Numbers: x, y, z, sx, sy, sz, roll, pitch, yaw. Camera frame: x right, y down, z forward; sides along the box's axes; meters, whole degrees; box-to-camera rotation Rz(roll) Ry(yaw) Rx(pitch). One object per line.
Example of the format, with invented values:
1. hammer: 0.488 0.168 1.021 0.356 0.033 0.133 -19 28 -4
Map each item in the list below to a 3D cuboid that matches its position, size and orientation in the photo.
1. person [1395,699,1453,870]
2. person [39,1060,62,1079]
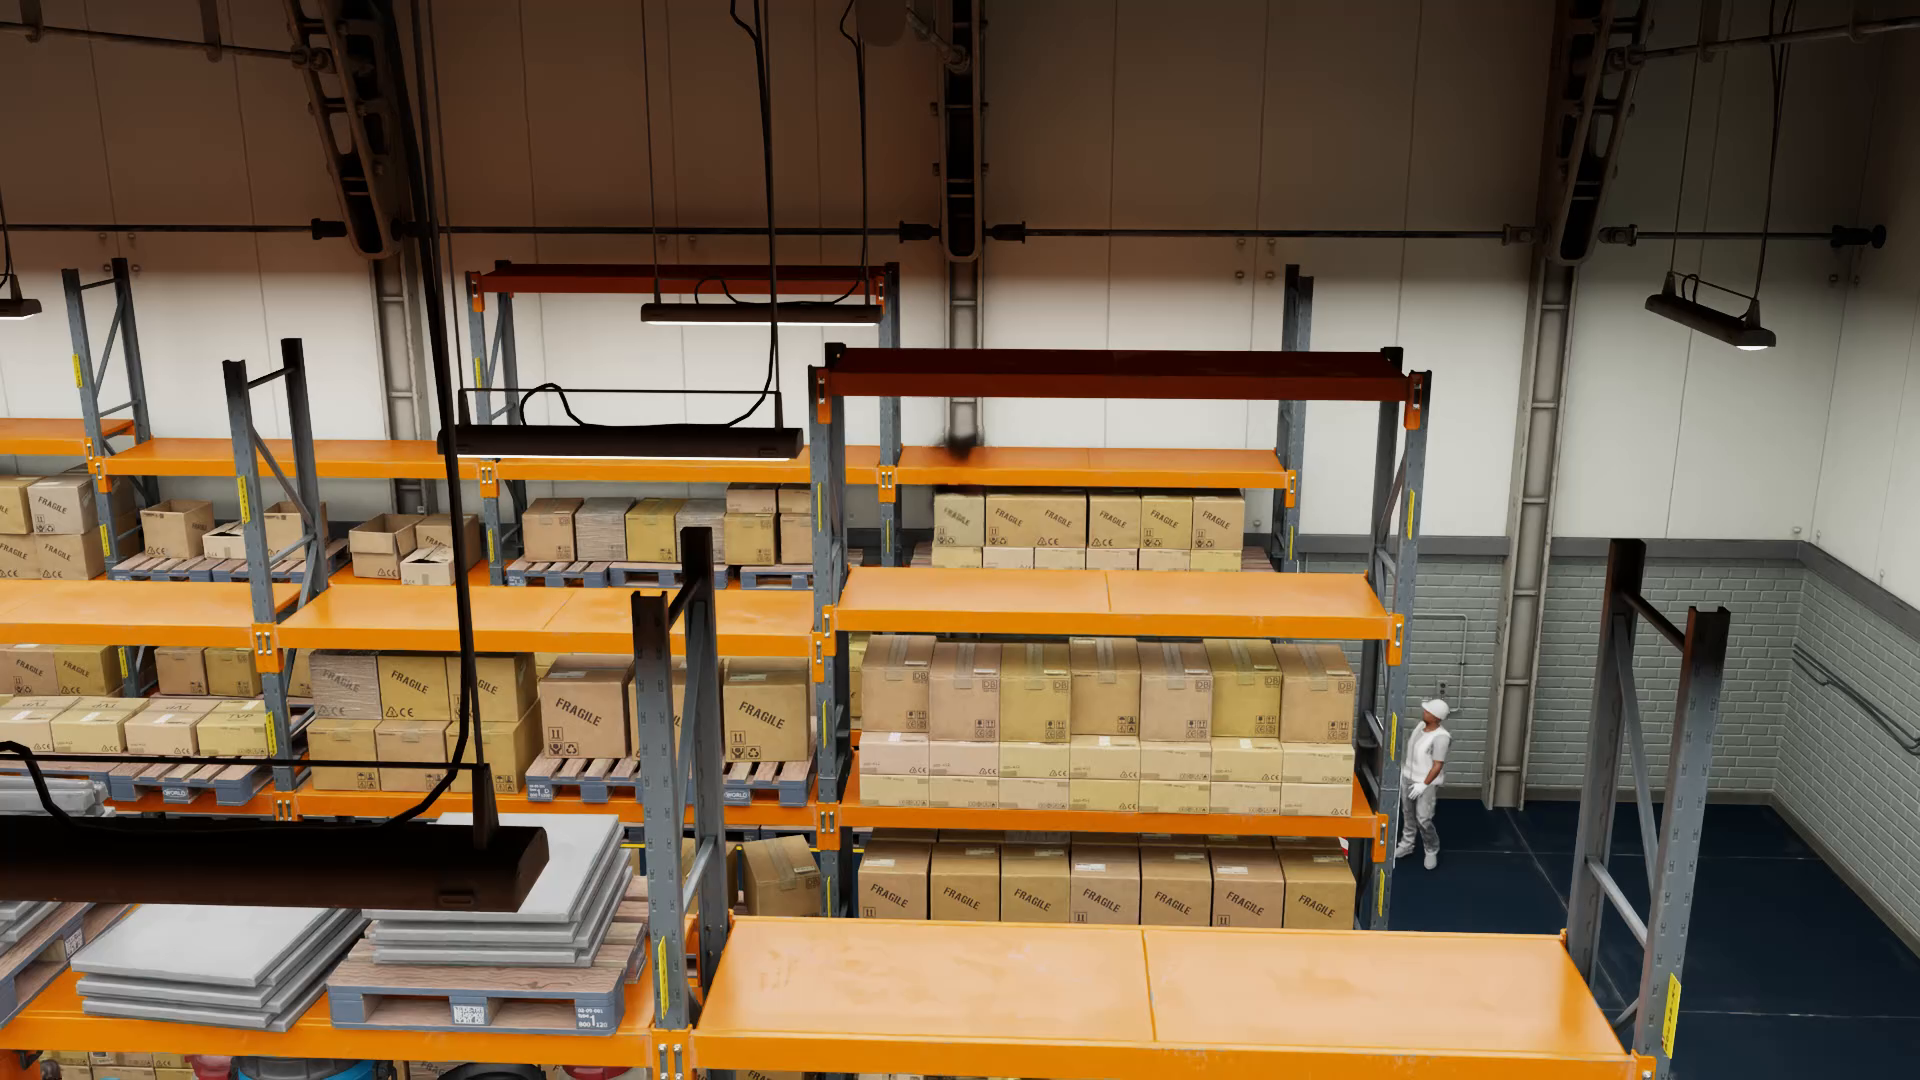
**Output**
1. person: 4.681 2.455 16.975 0.543 1.779 0.630 -8 18 -27
2. person: -6.102 4.202 11.159 0.587 1.672 0.412 -3 16 -11
